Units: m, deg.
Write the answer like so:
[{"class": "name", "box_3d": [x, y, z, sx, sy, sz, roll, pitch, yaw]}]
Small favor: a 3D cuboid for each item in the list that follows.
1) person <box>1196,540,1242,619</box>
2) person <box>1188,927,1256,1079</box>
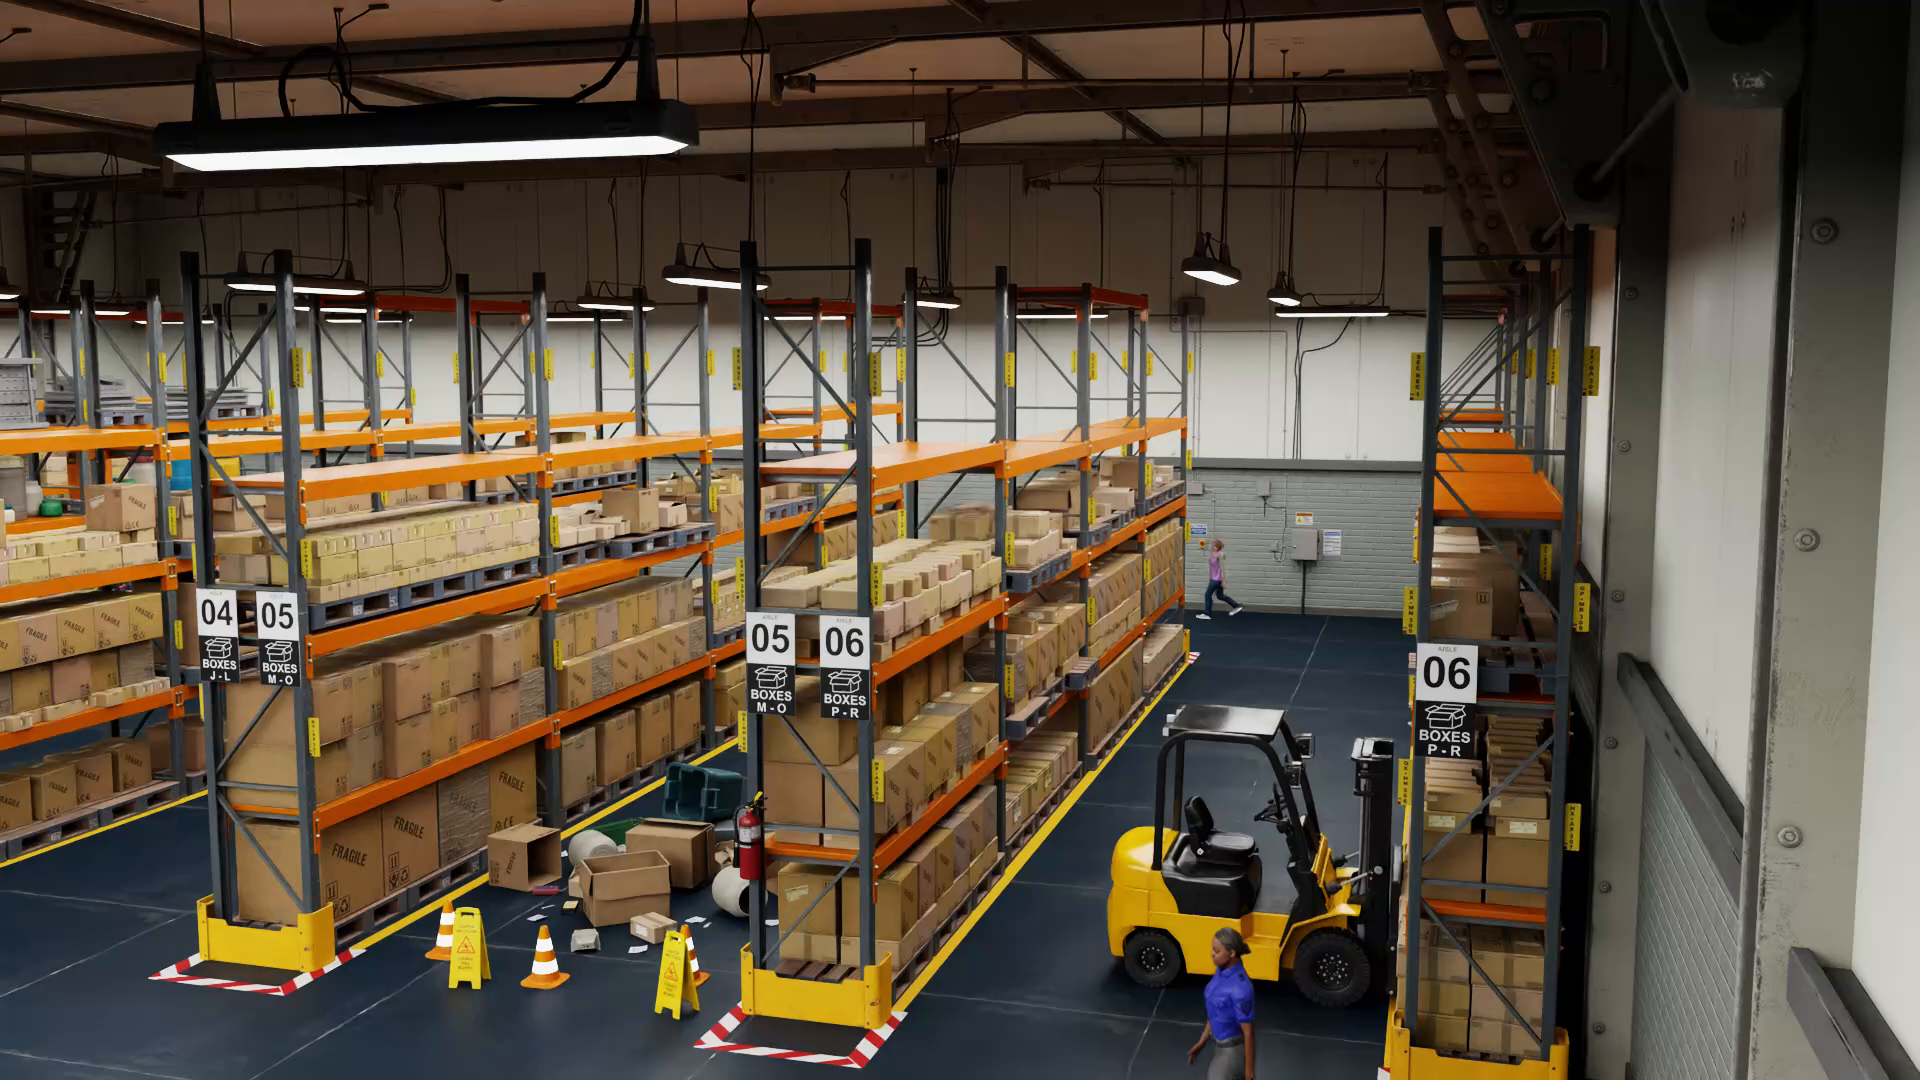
[{"class": "person", "box_3d": [5.046, 0.762, 32.321, 0.882, 1.554, 0.388, 1, 6, 8]}, {"class": "person", "box_3d": [1.666, 3.236, 10.357, 0.840, 1.573, 0.455, 0, 6, 0]}]
